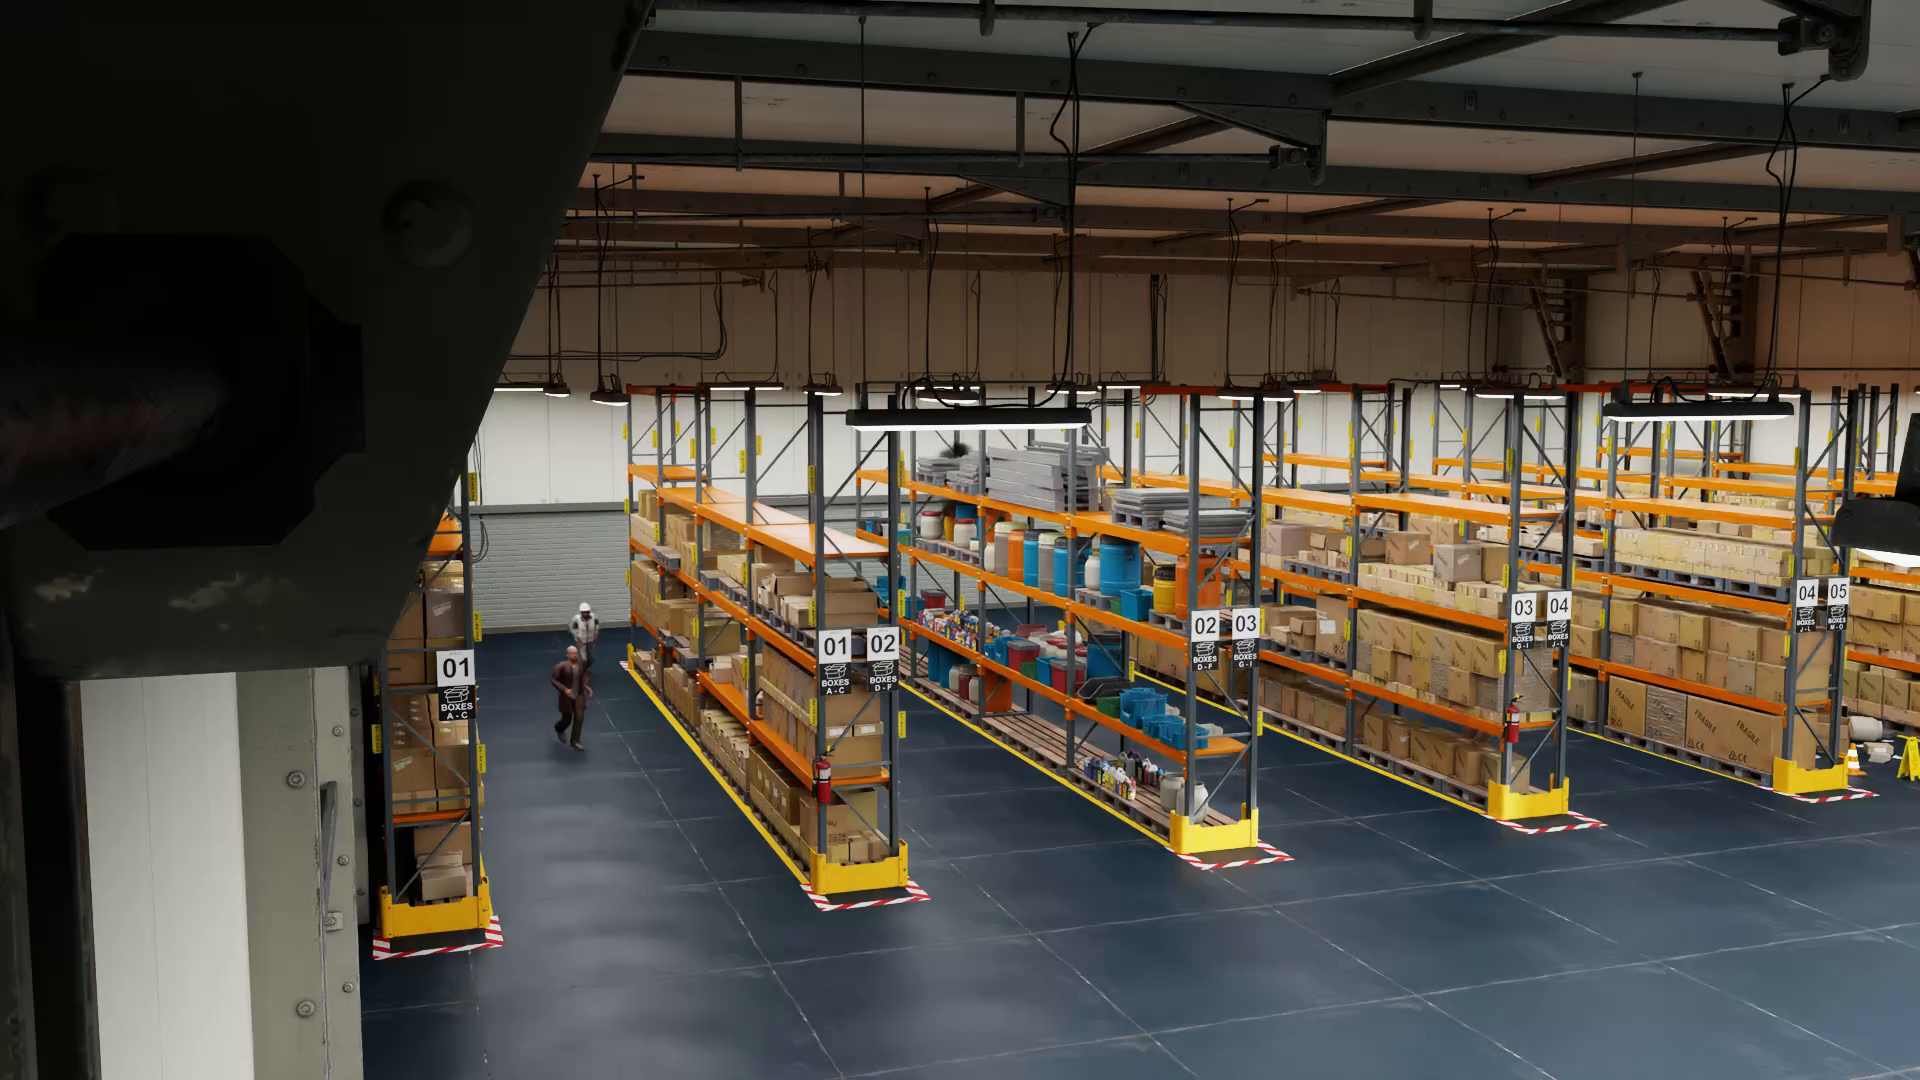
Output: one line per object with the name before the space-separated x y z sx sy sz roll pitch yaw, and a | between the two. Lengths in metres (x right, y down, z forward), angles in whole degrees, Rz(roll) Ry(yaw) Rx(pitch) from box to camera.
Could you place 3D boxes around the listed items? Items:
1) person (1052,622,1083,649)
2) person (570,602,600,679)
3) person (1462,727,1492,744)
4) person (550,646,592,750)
person | 1.950 2.281 31.705 0.659 1.614 1.075 -2 6 -17
person | -7.644 2.033 33.879 0.665 1.621 0.931 -4 7 -35
person | 8.599 2.721 27.395 0.755 1.612 0.594 3 6 25
person | -6.545 2.607 27.788 0.706 1.735 0.872 -4 7 -35
